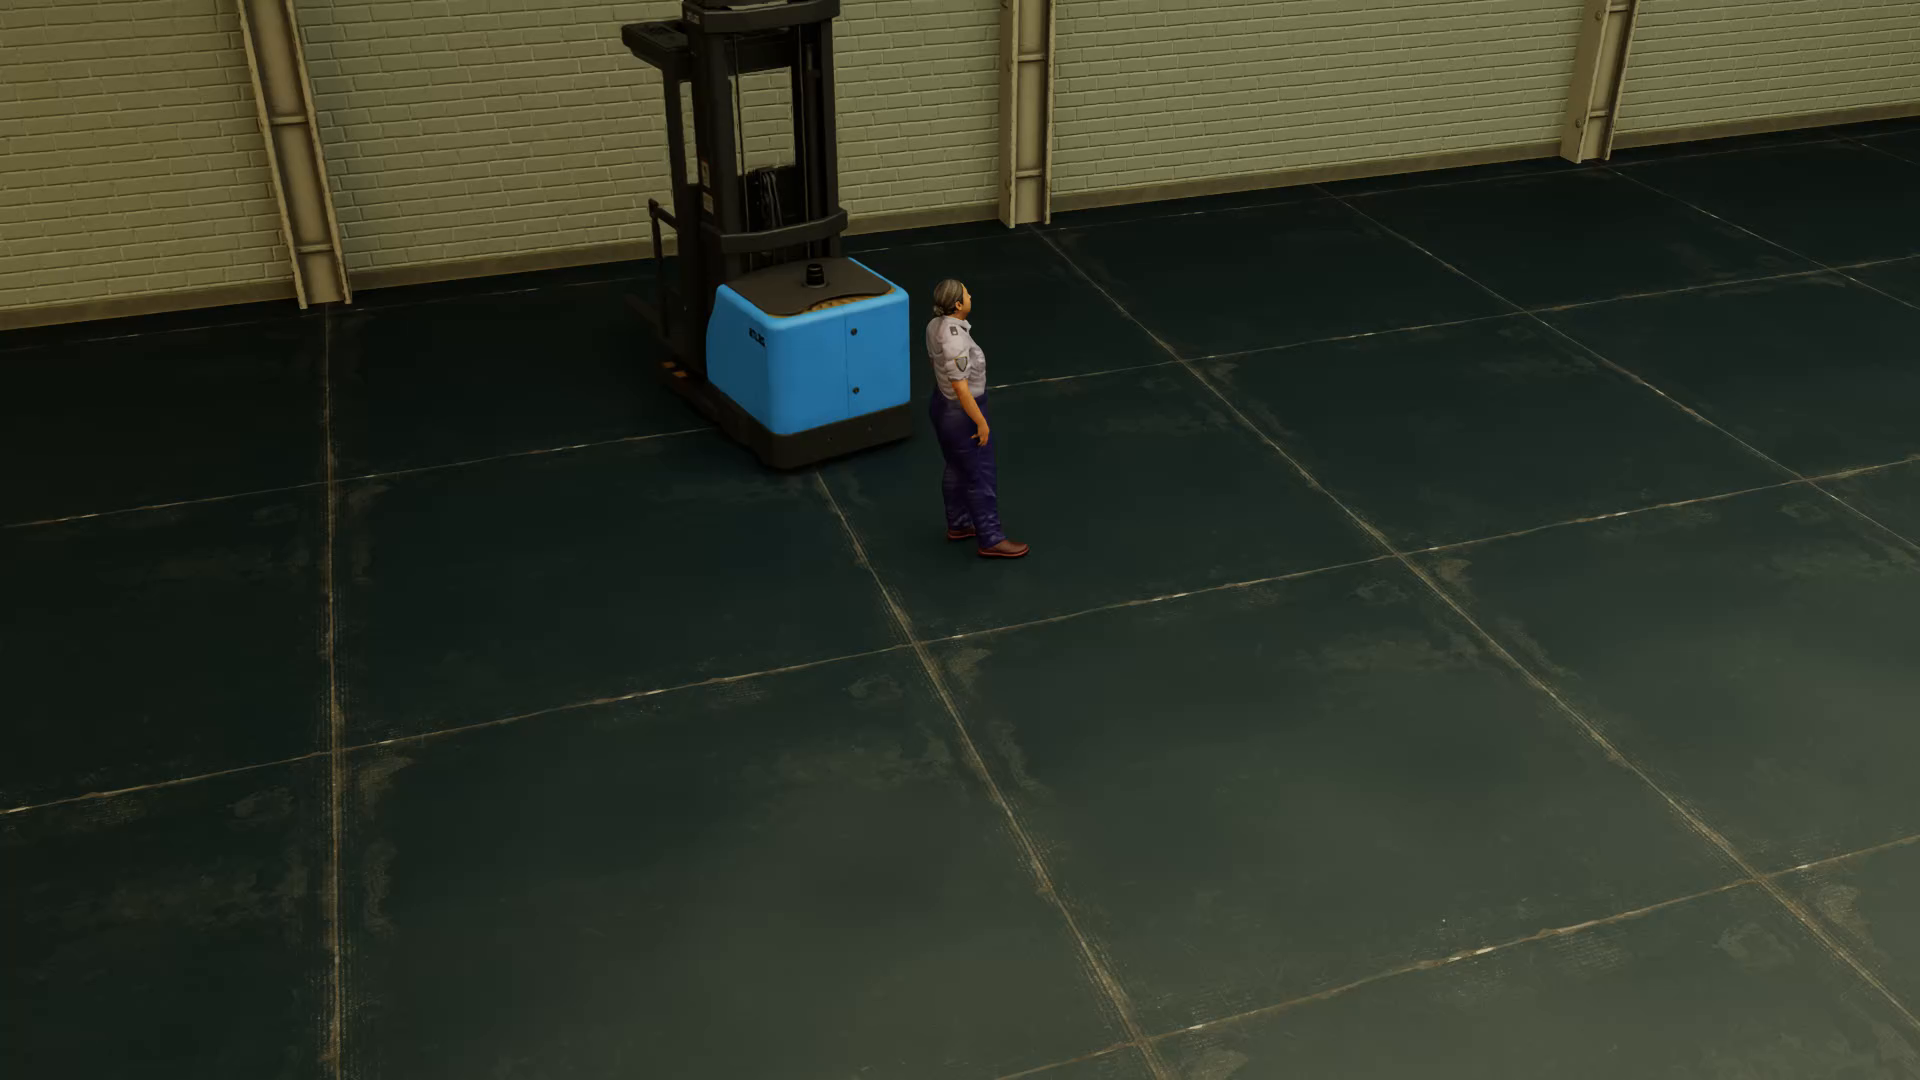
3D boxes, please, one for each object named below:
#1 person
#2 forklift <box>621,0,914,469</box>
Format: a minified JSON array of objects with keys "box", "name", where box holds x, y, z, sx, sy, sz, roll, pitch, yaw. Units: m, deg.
[{"box":[0.092,-0.724,9.618,0.503,1.650,0.599,-10,31,-16],"name":"person"},{"box":[-1.526,-2.420,11.293,1.130,2.935,3.031,-18,34,-28],"name":"forklift"}]
